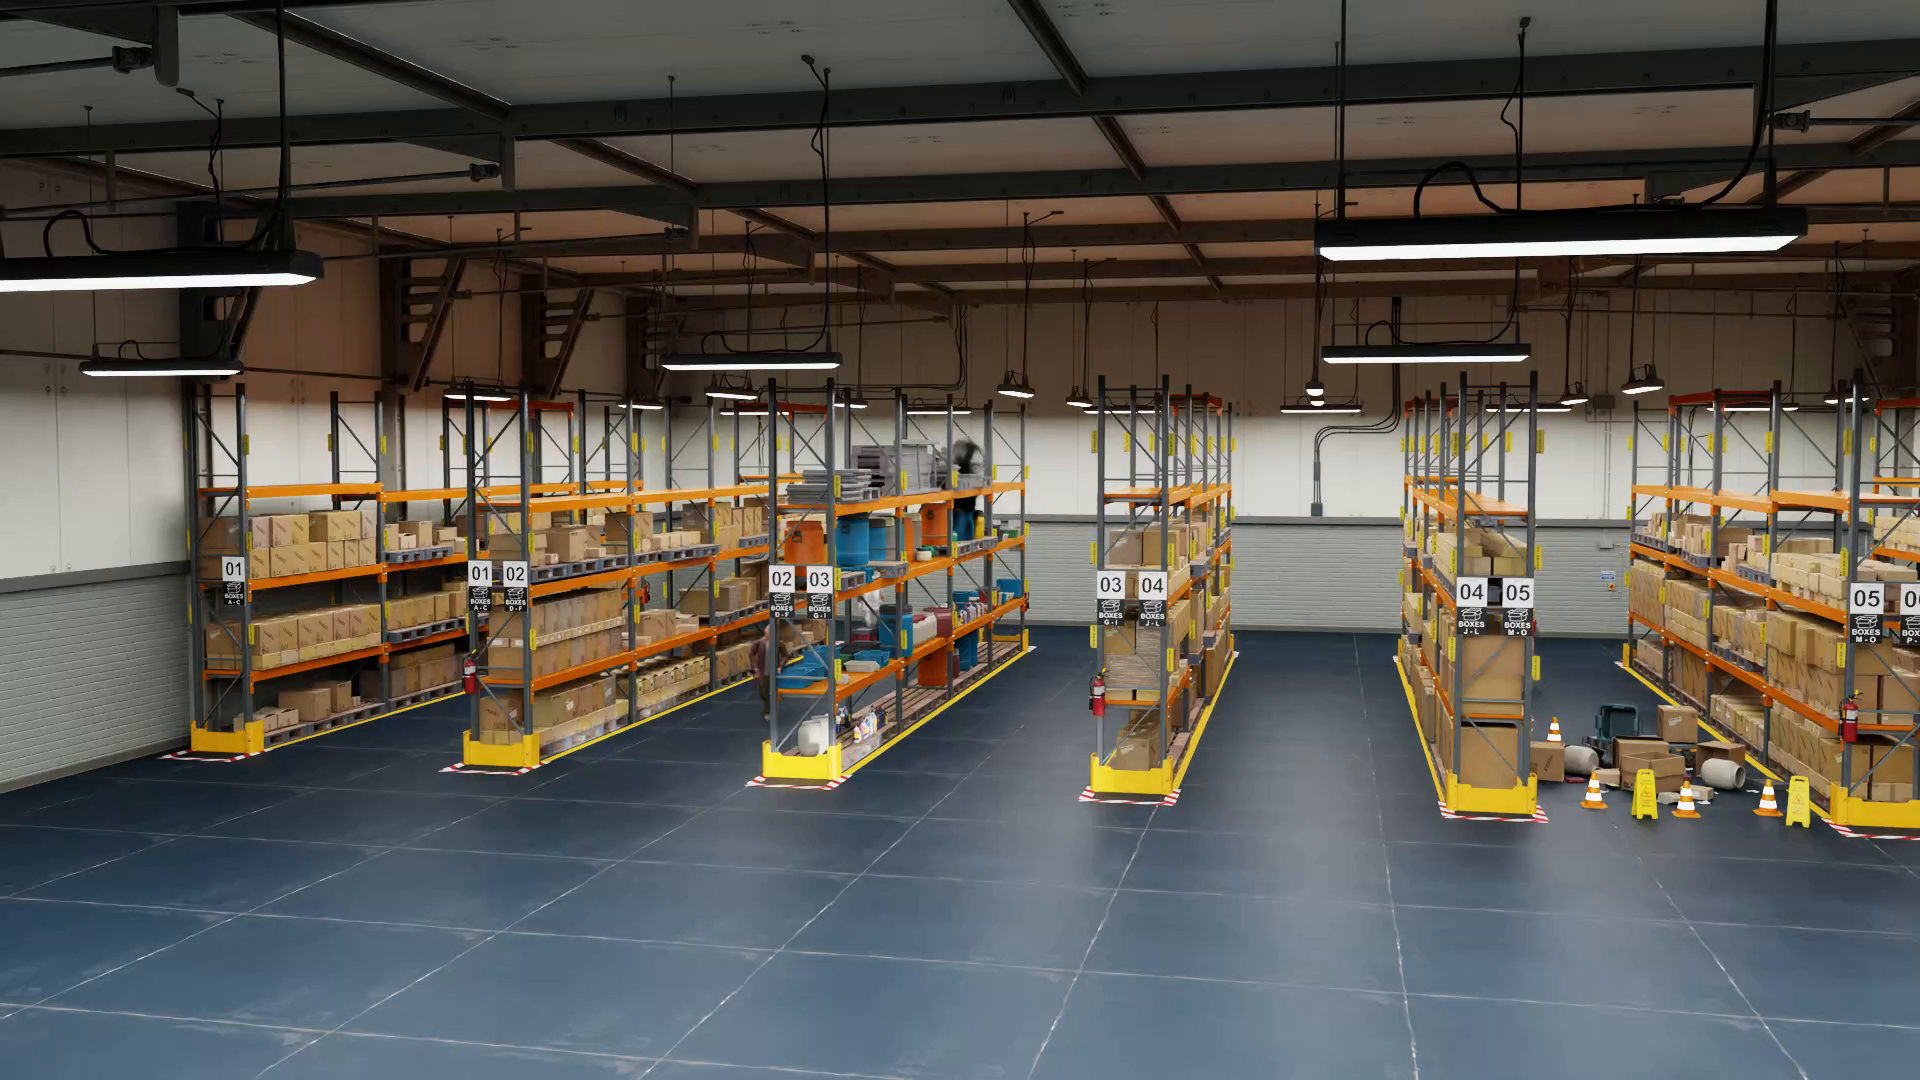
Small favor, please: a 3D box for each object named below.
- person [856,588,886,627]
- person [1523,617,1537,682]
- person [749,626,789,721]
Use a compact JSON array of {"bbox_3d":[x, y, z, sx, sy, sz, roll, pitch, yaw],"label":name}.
[{"bbox_3d":[-2.194,1.746,41.326,0.700,1.779,0.996,-1,3,-14],"label":"person"},{"bbox_3d":[11.818,2.160,34.997,0.666,1.708,1.001,0,3,7],"label":"person"},{"bbox_3d":[-3.483,2.420,30.327,0.710,1.725,0.638,0,3,3],"label":"person"}]
